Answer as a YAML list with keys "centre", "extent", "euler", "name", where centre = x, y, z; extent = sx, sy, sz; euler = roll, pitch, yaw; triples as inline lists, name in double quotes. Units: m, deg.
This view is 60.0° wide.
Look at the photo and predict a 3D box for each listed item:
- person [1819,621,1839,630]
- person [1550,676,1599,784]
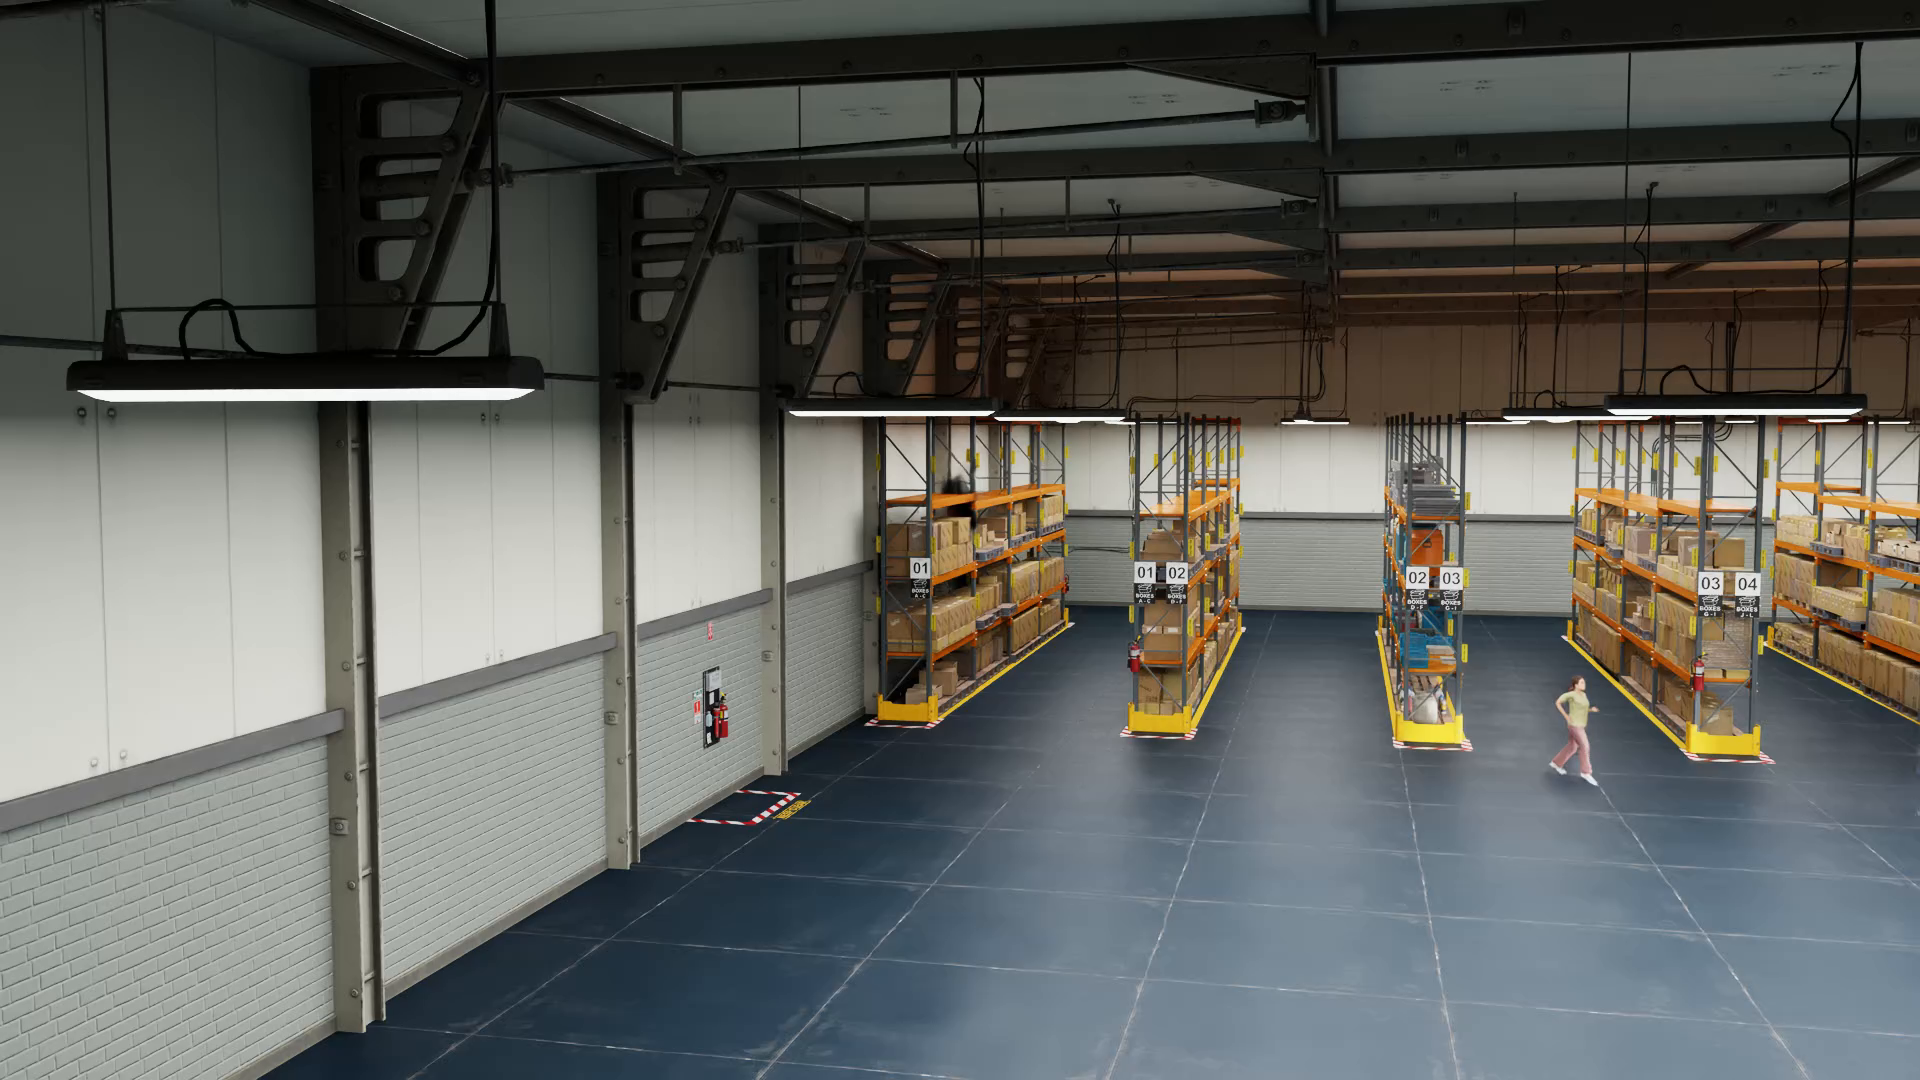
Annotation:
- centre: [23.132, 1.911, 44.423]
  extent: [0.679, 1.623, 0.822]
  euler: [-1, 4, -21]
  name: "person"
- centre: [10.001, 3.054, 27.018]
  extent: [0.566, 1.720, 0.849]
  euler: [-4, 5, -44]
  name: "person"
